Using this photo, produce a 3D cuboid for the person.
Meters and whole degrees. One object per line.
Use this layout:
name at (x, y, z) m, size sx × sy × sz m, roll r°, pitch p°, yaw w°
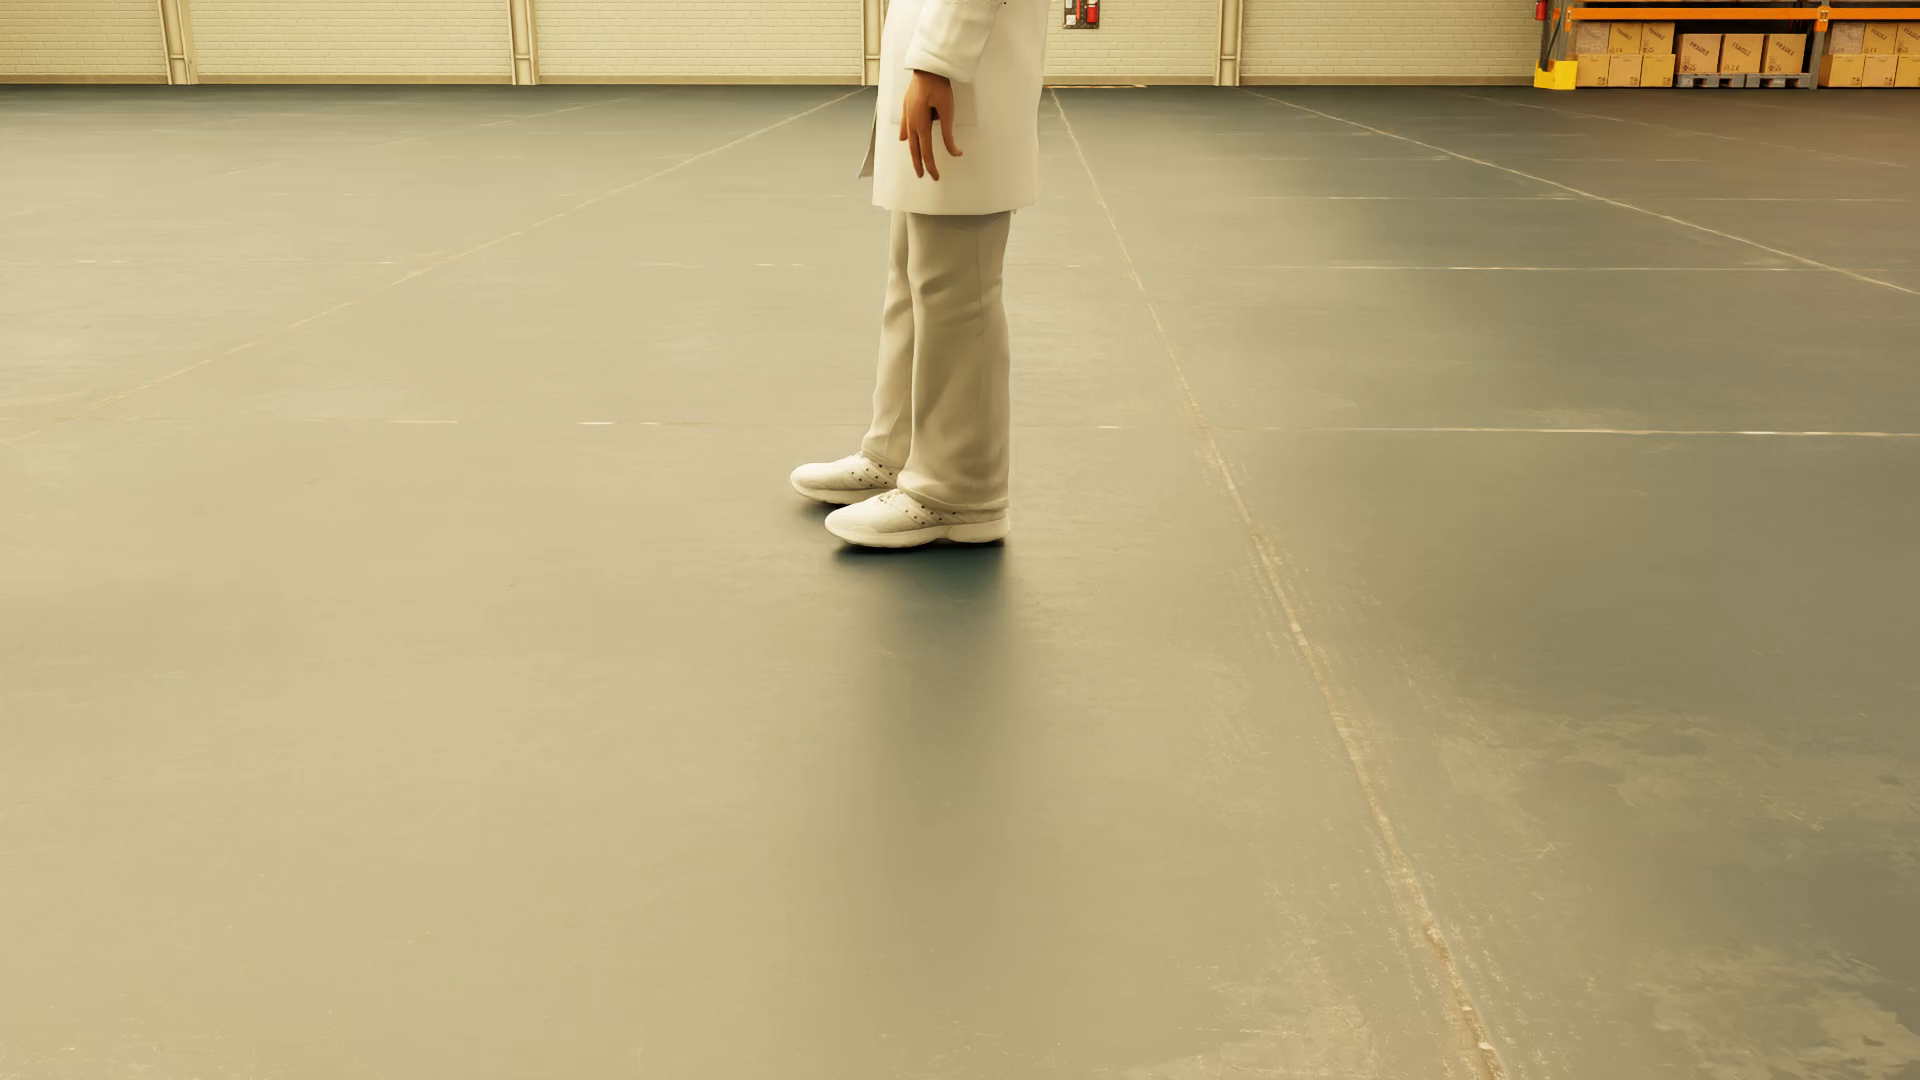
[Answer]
person at (-0.091, -0.858, 3.112) m, size 0.578 × 1.778 × 0.696 m, roll 1°, pitch 17°, yaw 2°
